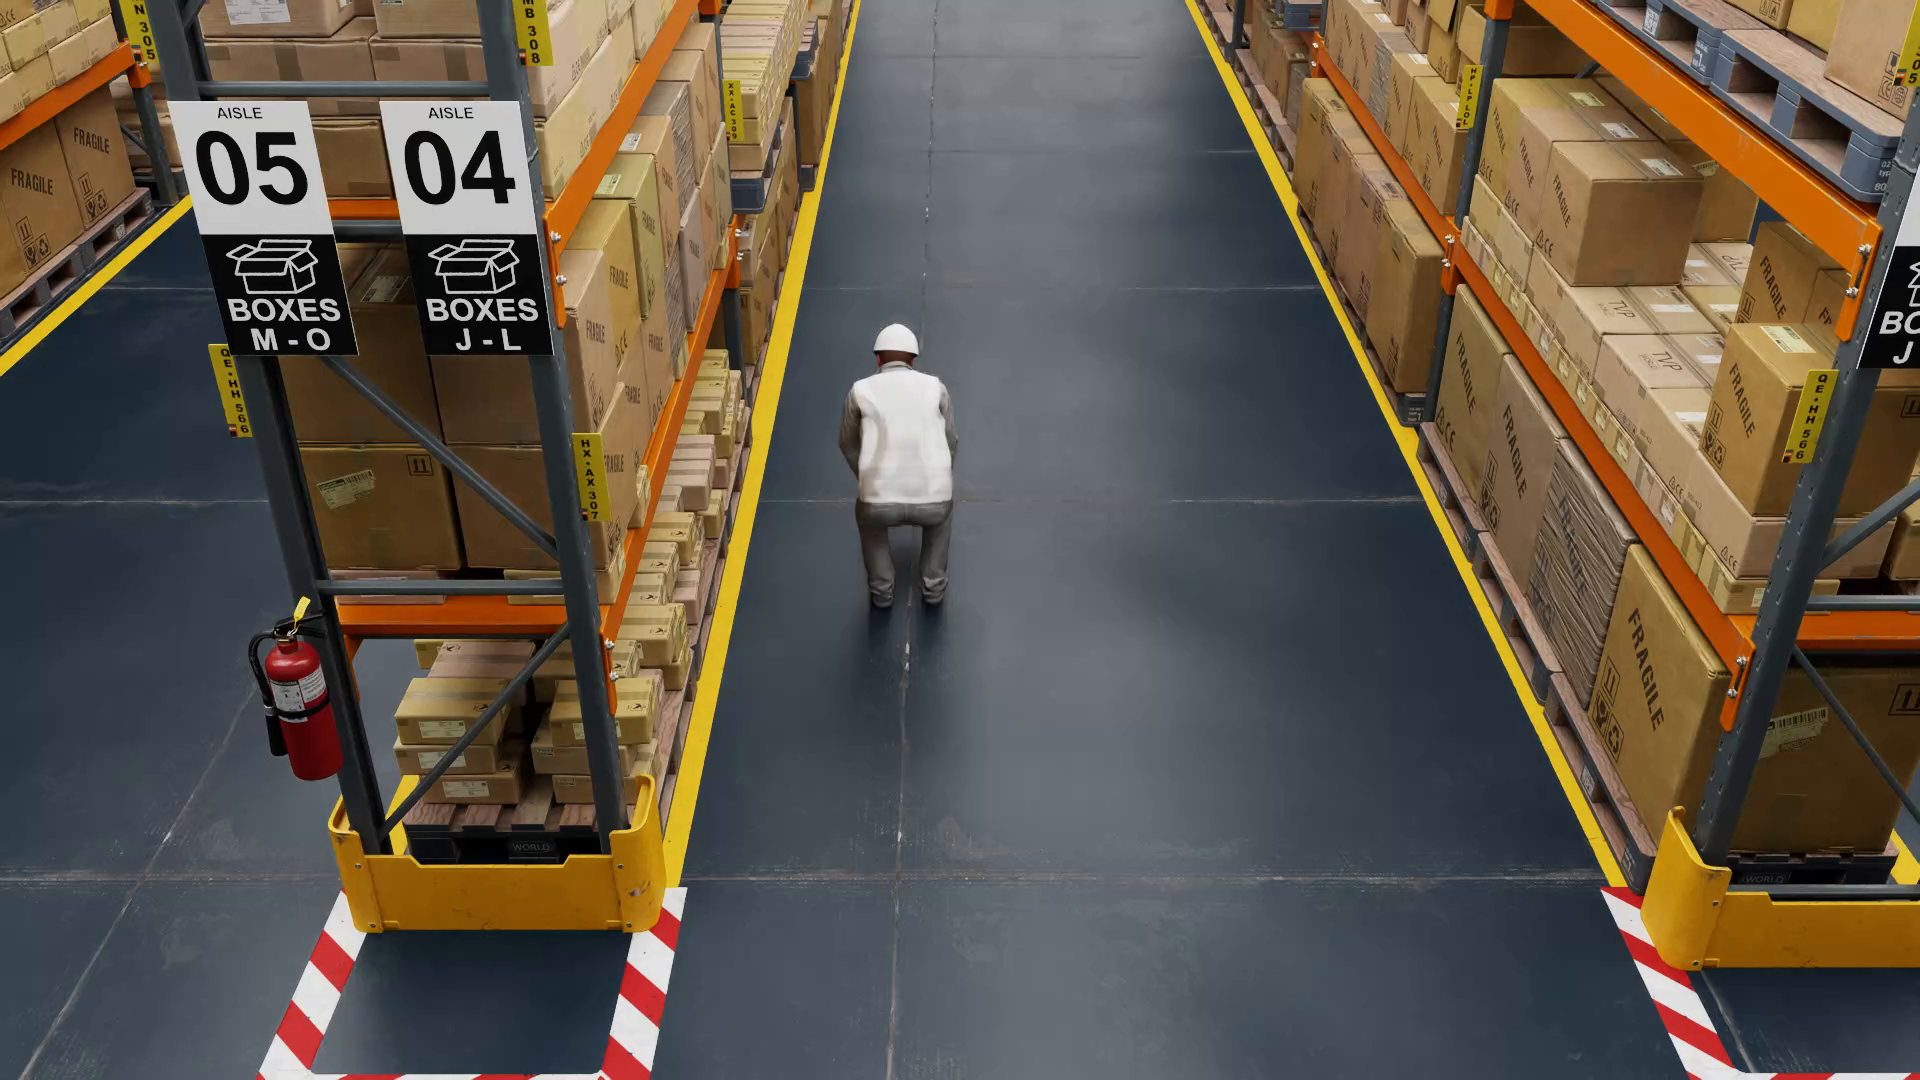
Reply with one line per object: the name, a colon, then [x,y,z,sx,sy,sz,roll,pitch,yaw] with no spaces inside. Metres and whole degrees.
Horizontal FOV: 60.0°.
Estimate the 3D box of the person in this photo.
person: [-0.301,-0.325,8.098,0.586,1.304,0.820,0,31,0]
